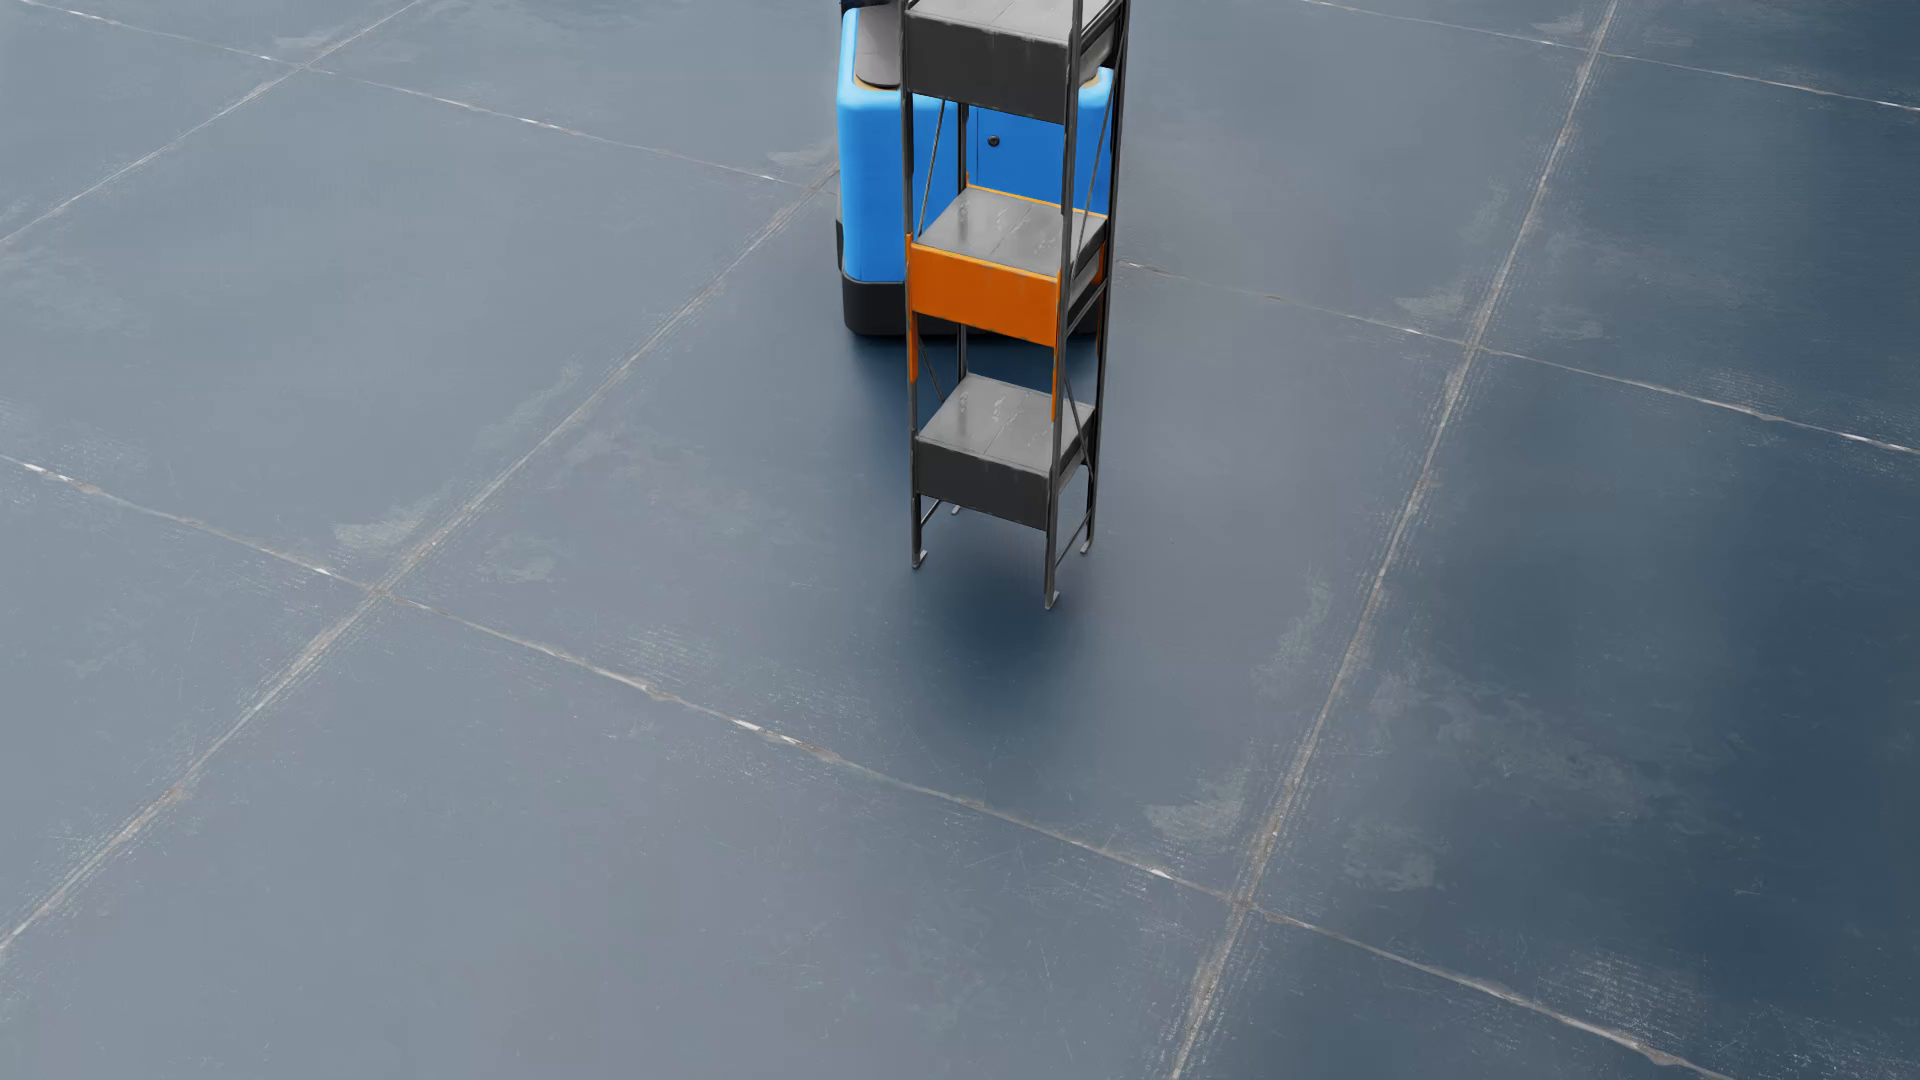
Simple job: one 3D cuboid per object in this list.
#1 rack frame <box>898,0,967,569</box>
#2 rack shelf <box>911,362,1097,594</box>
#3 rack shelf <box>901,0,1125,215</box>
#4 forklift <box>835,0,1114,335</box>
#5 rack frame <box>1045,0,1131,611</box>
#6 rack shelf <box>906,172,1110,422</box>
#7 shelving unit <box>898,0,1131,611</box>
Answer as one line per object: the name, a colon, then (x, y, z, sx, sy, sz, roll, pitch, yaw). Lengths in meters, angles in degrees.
rack frame: (-0.071, -0.815, 5.087, 0.015, 2.100, 0.400, 17, 44, 19)
rack shelf: (0.150, -0.208, 5.477, 0.480, 0.518, 0.431, 17, 44, 19)
rack shelf: (0.150, -1.266, 4.560, 0.480, 0.518, 0.431, 17, 44, 19)
forklift: (0.038, -2.858, 6.809, 1.130, 2.935, 3.031, -1, 41, -1)
rack frame: (0.371, -0.680, 4.931, 0.015, 2.100, 0.400, 17, 44, 19)
rack shelf: (0.150, -0.737, 5.018, 0.480, 0.518, 0.431, 17, 44, 19)
shelving unit: (0.150, -0.748, 5.009, 0.503, 2.100, 0.431, 17, 44, 19)
